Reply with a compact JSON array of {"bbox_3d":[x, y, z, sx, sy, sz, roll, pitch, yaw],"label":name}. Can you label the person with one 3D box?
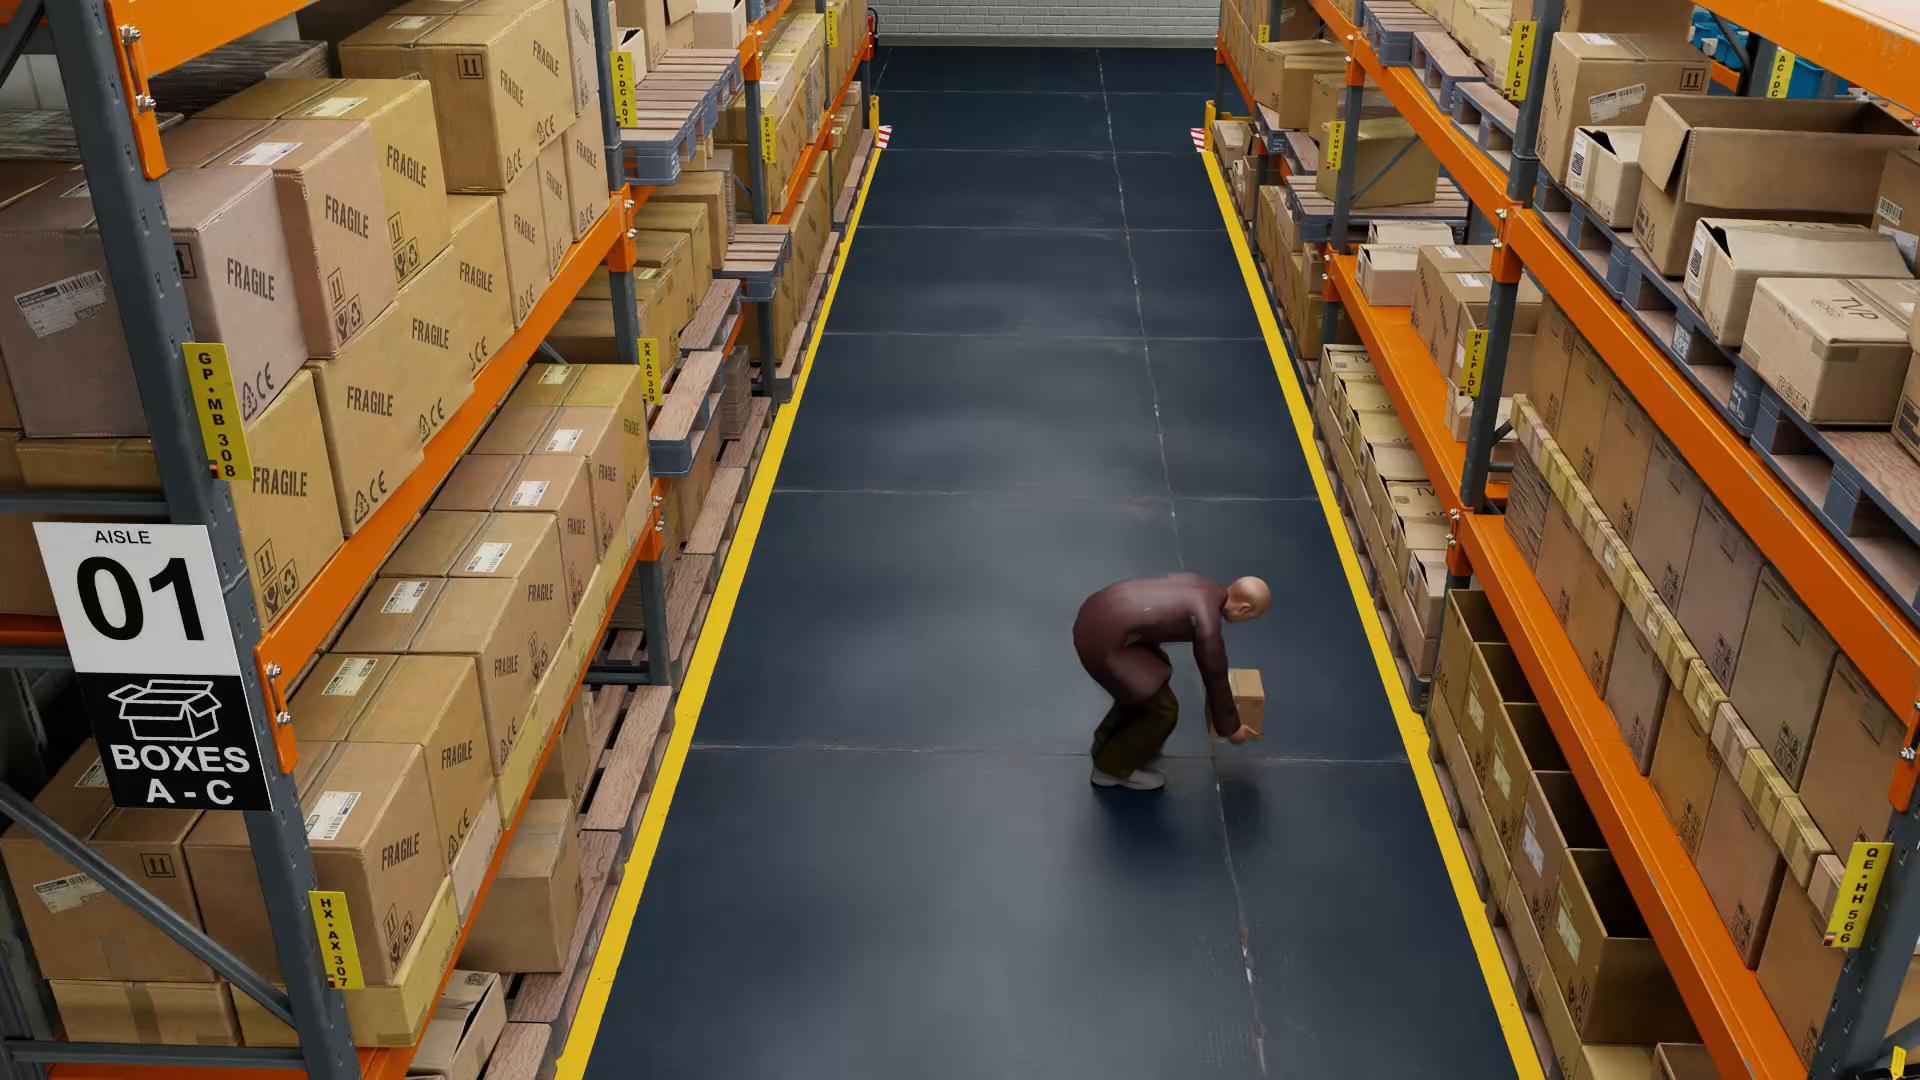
[{"bbox_3d":[1.012,0.669,8.110,0.942,1.078,0.590,0,28,-1],"label":"person"}]
